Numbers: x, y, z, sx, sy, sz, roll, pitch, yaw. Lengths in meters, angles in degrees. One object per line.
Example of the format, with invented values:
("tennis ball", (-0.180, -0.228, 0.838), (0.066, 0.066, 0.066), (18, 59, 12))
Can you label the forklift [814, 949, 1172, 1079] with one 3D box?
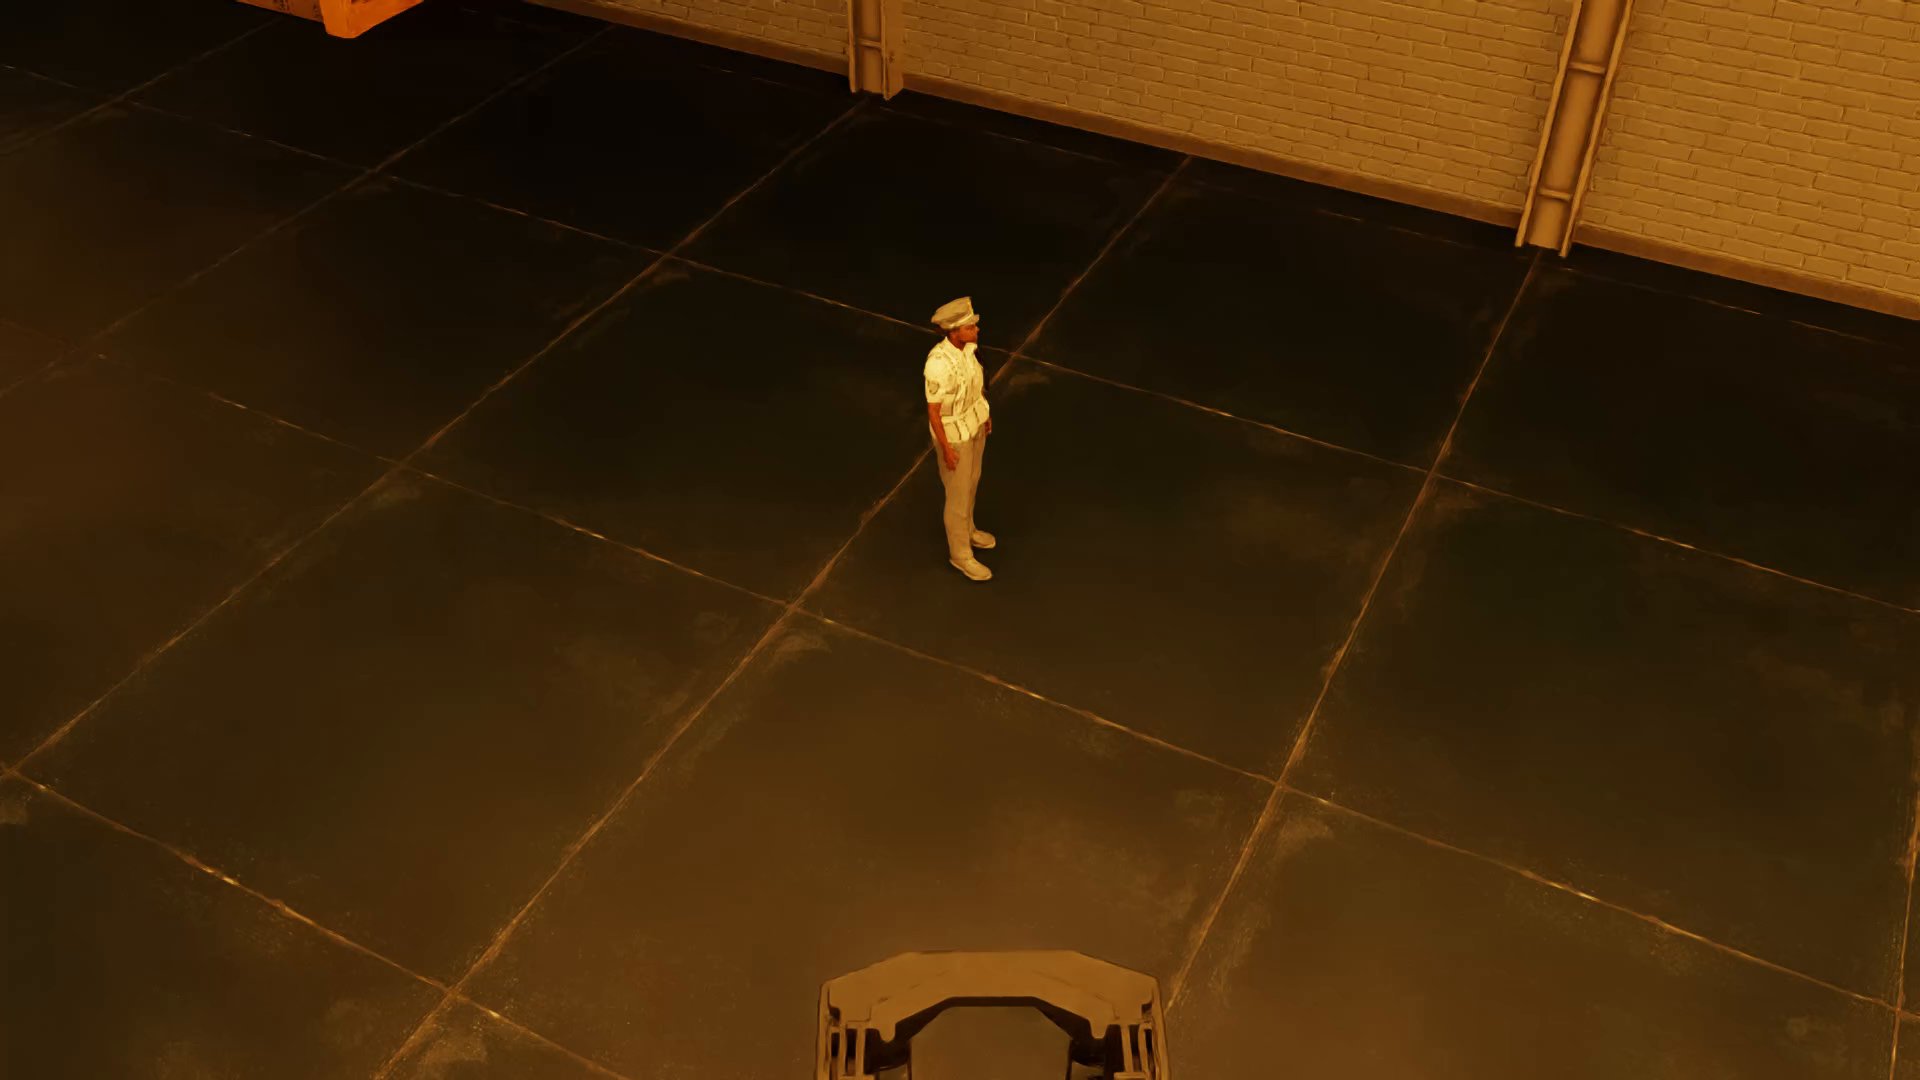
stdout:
("forklift", (0.092, 2.675, 4.810), (1.130, 2.935, 3.031), (-1, 40, -1))

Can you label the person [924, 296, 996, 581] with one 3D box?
("person", (0.058, -0.620, 9.671), (0.529, 1.695, 0.570), (18, 43, 21))
